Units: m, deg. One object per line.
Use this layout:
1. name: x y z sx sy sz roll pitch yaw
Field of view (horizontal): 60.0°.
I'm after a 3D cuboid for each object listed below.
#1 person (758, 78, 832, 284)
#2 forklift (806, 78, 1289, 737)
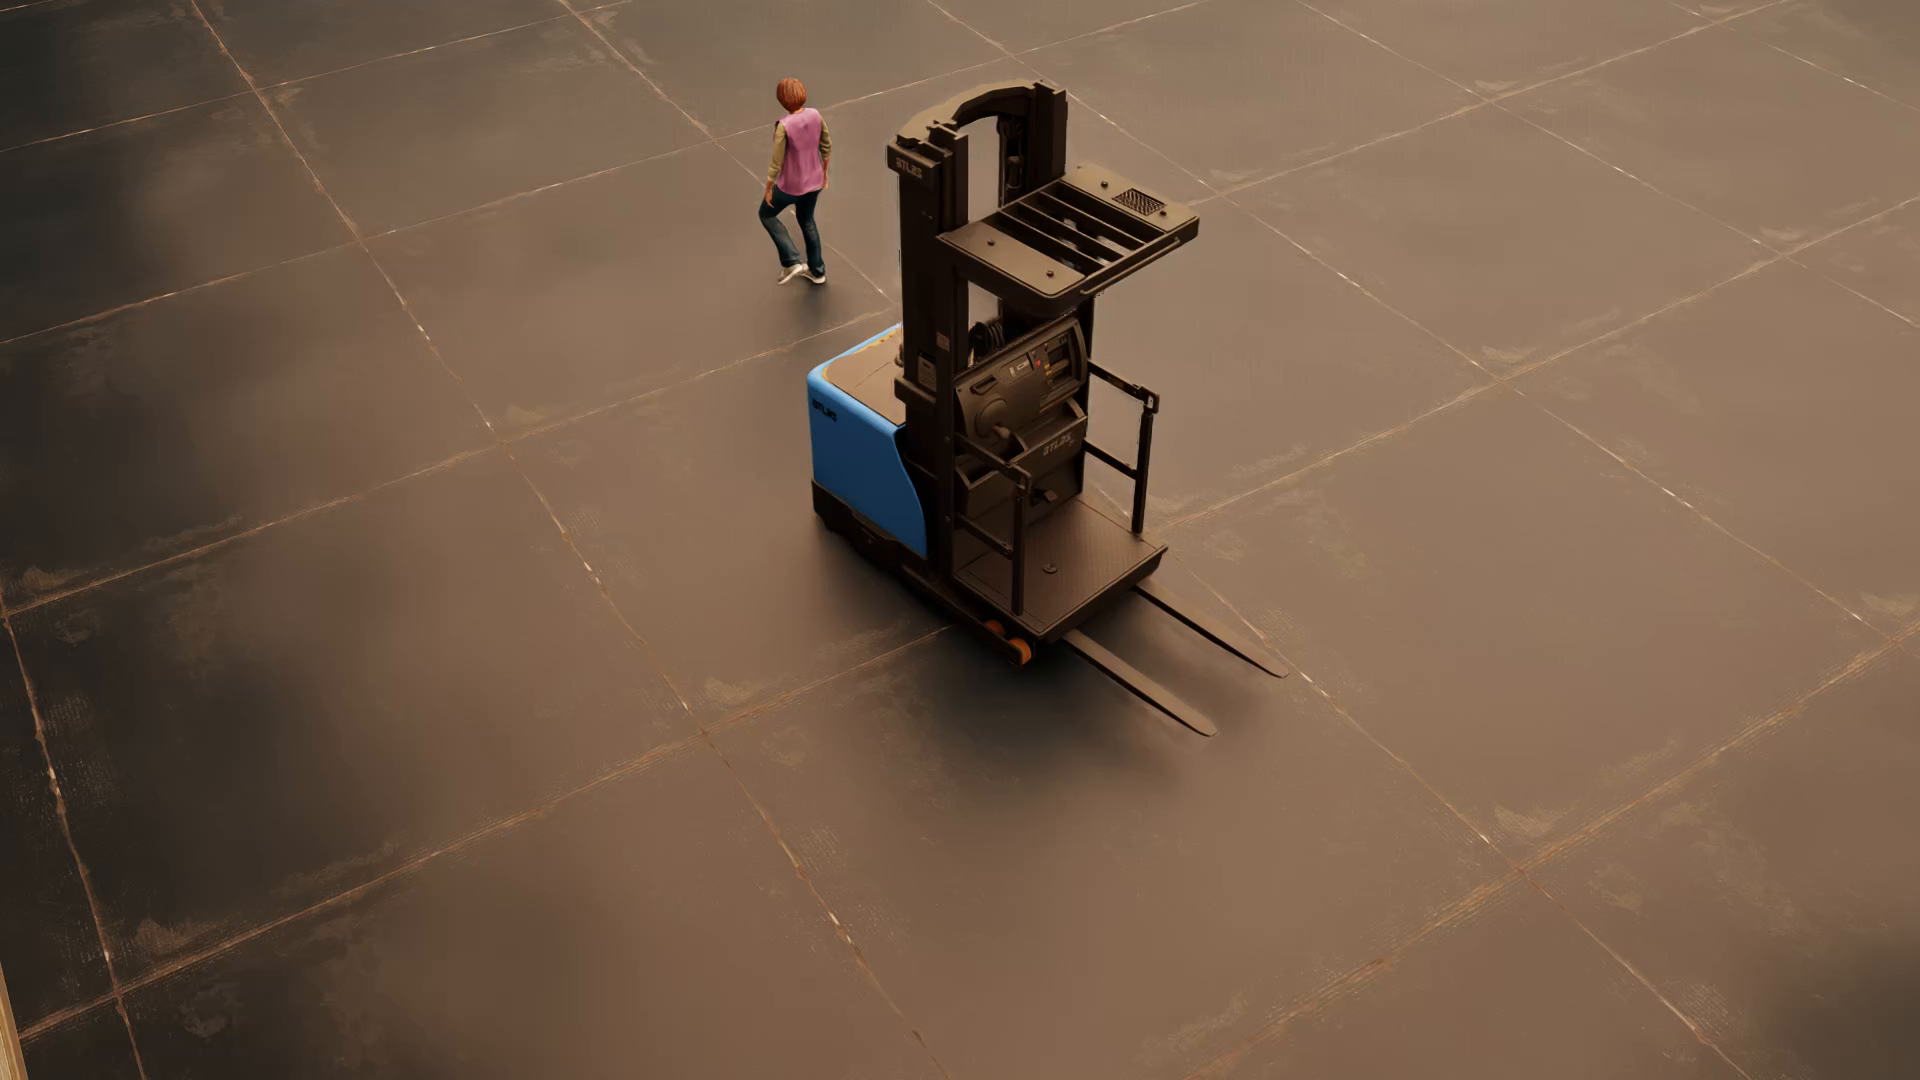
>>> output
1. person: -1.181 -2.542 11.810 0.425 1.578 0.534 32 51 32
2. forklift: 0.482 -0.785 8.770 1.130 2.935 3.031 -33 51 -32
